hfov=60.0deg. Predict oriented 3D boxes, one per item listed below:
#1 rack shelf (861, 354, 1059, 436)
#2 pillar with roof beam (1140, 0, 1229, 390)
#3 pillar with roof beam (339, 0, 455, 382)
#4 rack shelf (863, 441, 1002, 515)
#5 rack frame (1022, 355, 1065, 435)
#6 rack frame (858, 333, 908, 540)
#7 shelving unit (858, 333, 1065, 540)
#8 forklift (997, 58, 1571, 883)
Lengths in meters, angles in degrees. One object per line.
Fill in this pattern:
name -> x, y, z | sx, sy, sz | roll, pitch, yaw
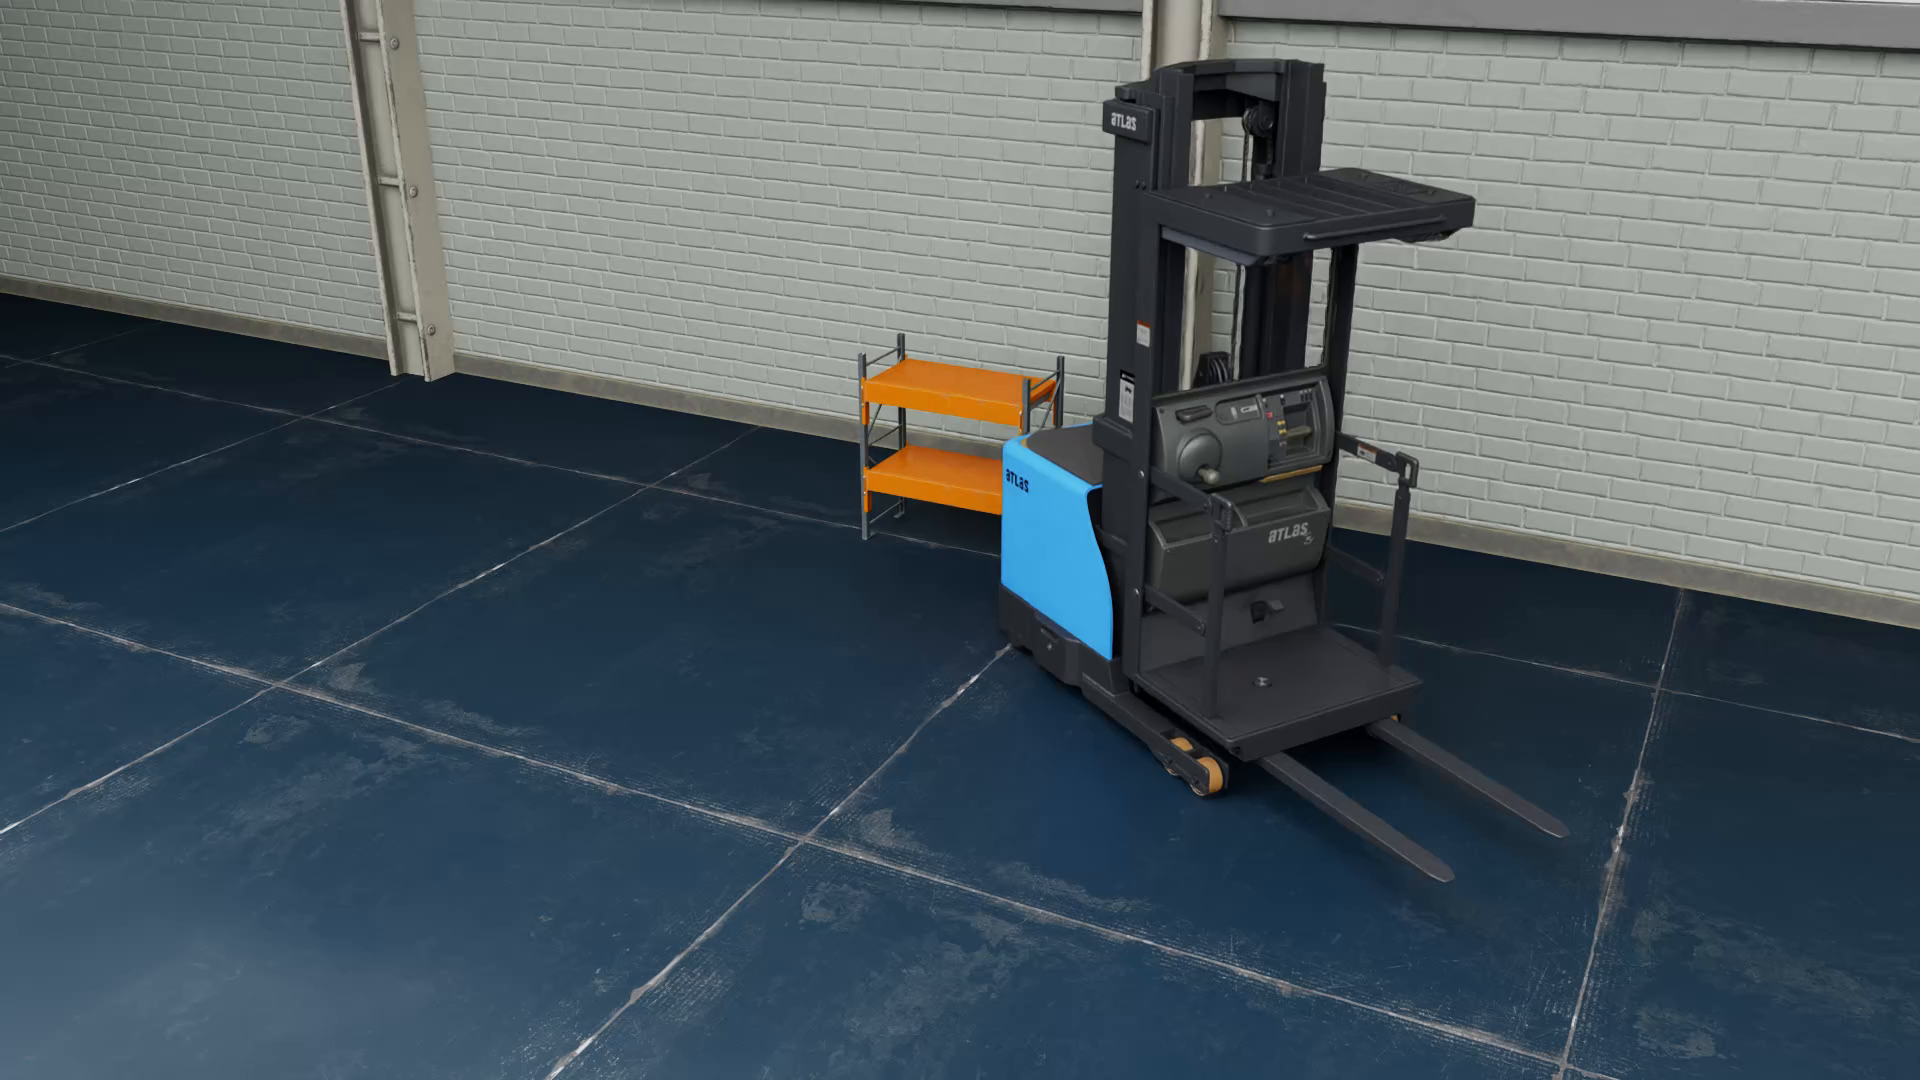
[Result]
rack shelf -> 0.006, -0.786, 9.413 | 1.000, 0.278, 0.538 | 11, 25, 25
pillar with roof beam -> -0.700, -2.862, 4.982 | 0.400, 9.000, 9.100 | 11, 25, 25
pillar with roof beam -> -6.055, -3.922, 7.473 | 0.400, 9.000, 9.100 | 11, 25, 25
rack shelf -> 0.006, -0.291, 9.623 | 1.000, 0.278, 0.538 | 11, 25, 25
rack frame -> 0.460, -0.427, 9.316 | 0.032, 1.125, 0.500 | 11, 25, 25
rack frame -> -0.448, -0.606, 9.738 | 0.032, 1.125, 0.500 | 11, 25, 25
shelving unit -> 0.006, -0.516, 9.527 | 1.048, 1.125, 0.538 | 11, 25, 25
forklift -> 1.353, -0.451, 7.065 | 1.130, 2.935, 3.031 | -12, 26, -27
